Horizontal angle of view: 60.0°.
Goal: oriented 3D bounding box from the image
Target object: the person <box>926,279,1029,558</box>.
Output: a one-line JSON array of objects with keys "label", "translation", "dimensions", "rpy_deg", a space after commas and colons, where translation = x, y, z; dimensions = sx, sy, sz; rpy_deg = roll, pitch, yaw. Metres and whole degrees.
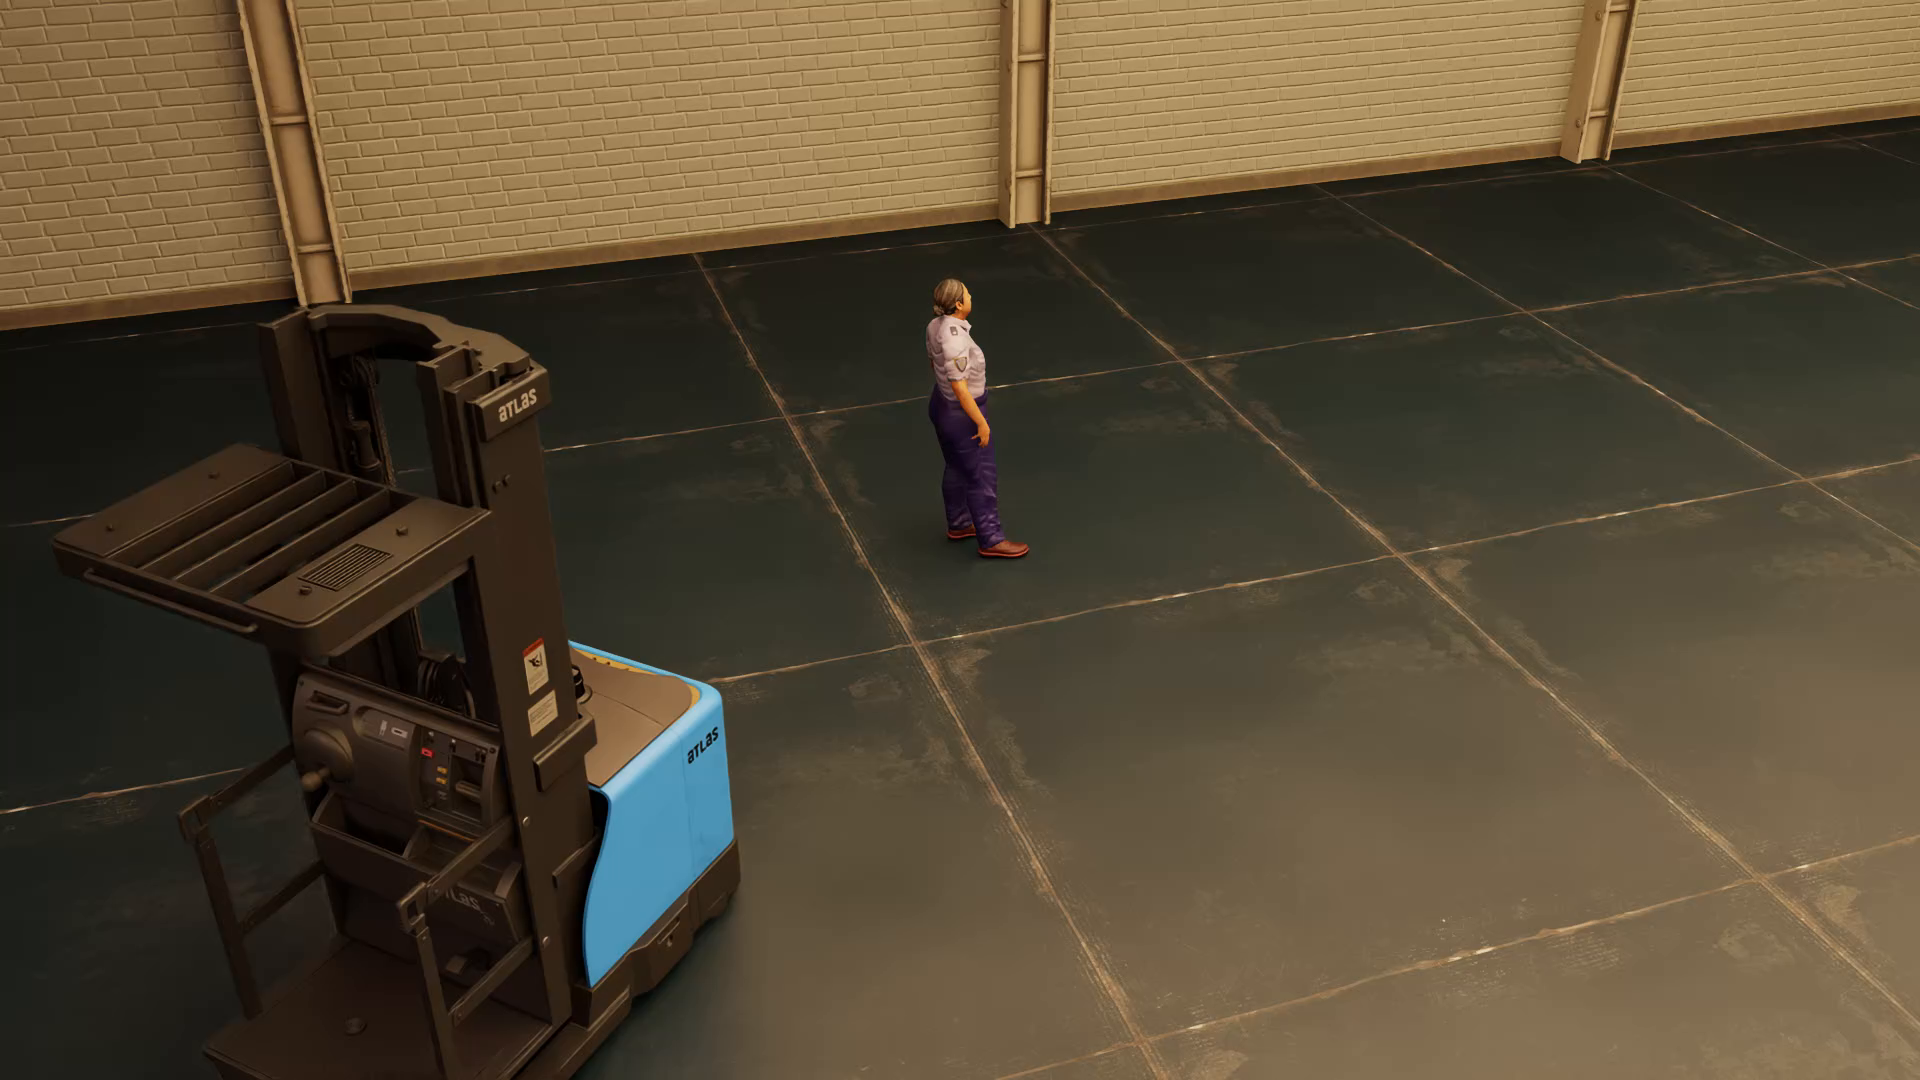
[{"label": "person", "translation": [0.093, -0.724, 9.618], "dimensions": [0.502, 1.651, 0.598], "rpy_deg": [-10, 31, -16]}]

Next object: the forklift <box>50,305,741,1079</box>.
[{"label": "forklift", "translation": [-2.082, 0.810, 5.678], "dimensions": [1.130, 2.935, 3.031], "rpy_deg": [14, 33, 23]}]
